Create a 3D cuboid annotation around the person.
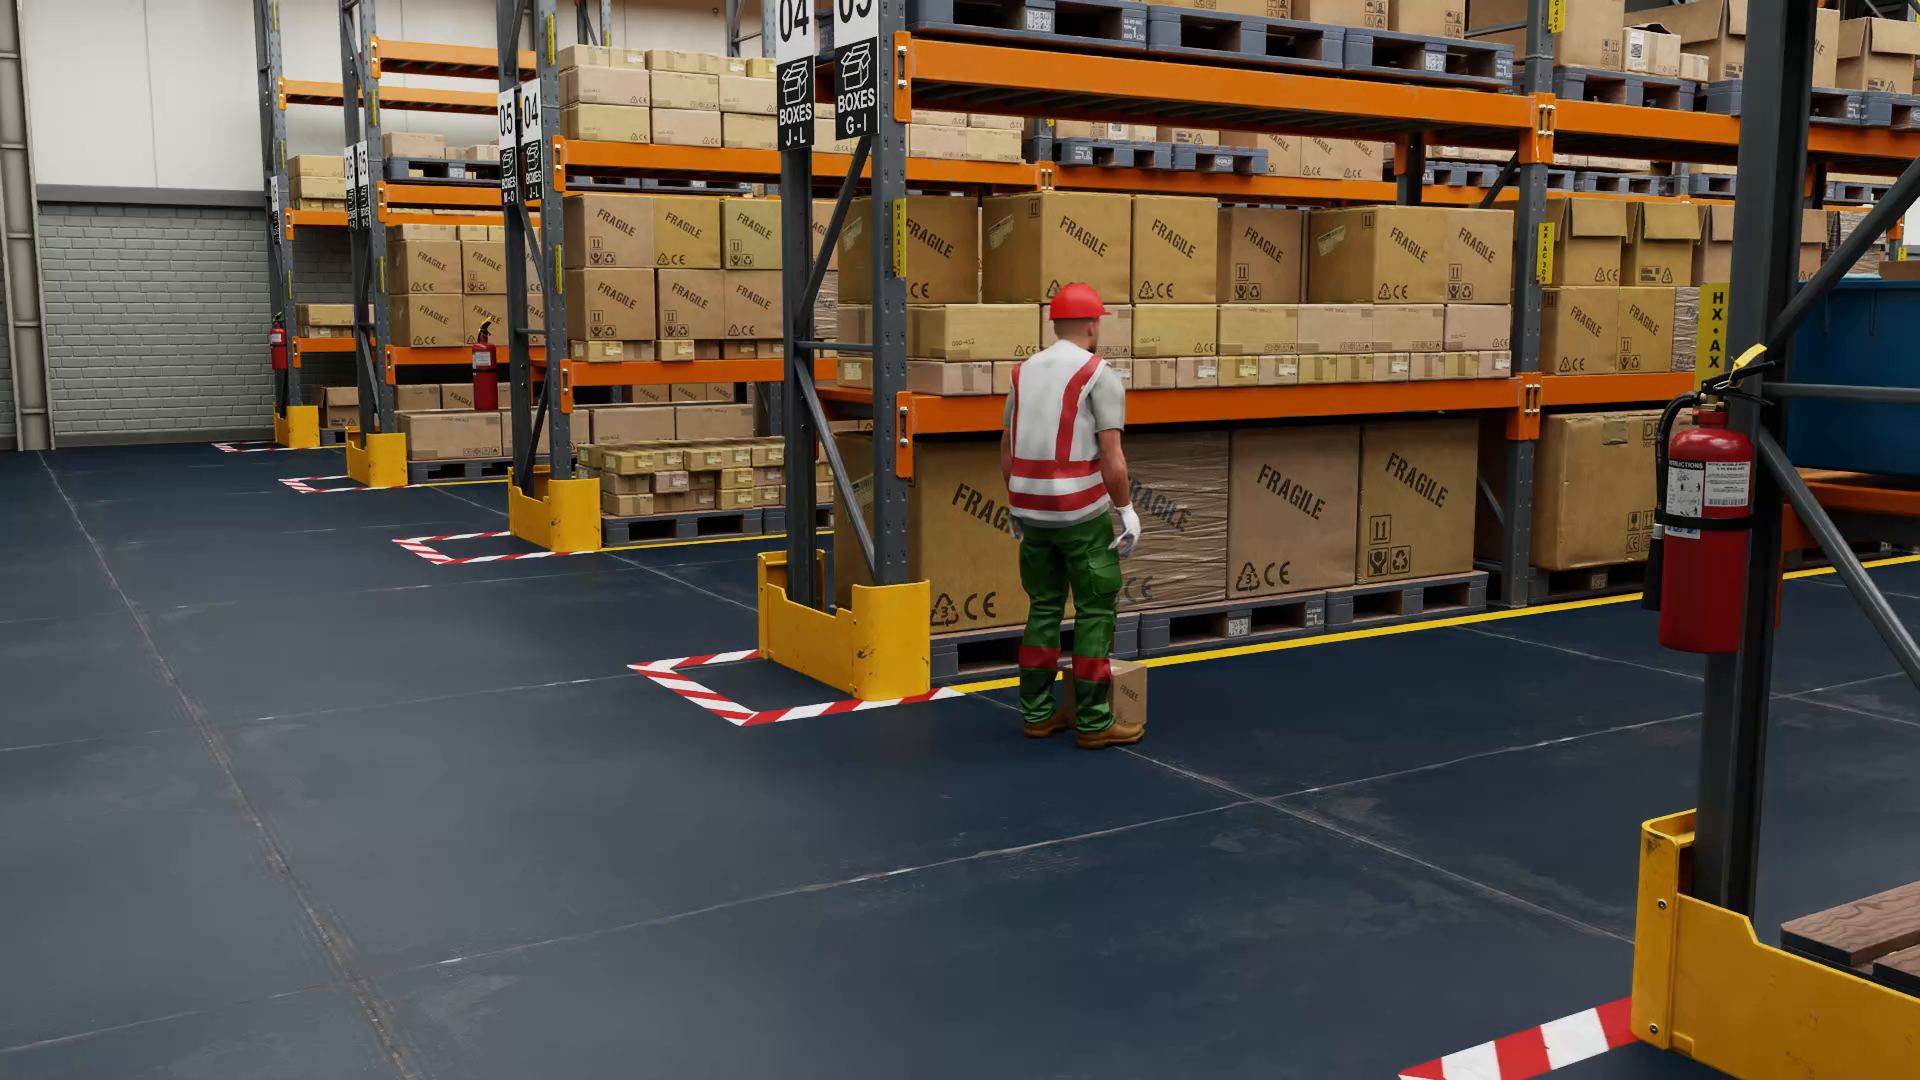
[{"bbox_3d":[0.430,-0.102,6.487,0.620,1.779,0.454,7,11,42],"label":"person"}]
